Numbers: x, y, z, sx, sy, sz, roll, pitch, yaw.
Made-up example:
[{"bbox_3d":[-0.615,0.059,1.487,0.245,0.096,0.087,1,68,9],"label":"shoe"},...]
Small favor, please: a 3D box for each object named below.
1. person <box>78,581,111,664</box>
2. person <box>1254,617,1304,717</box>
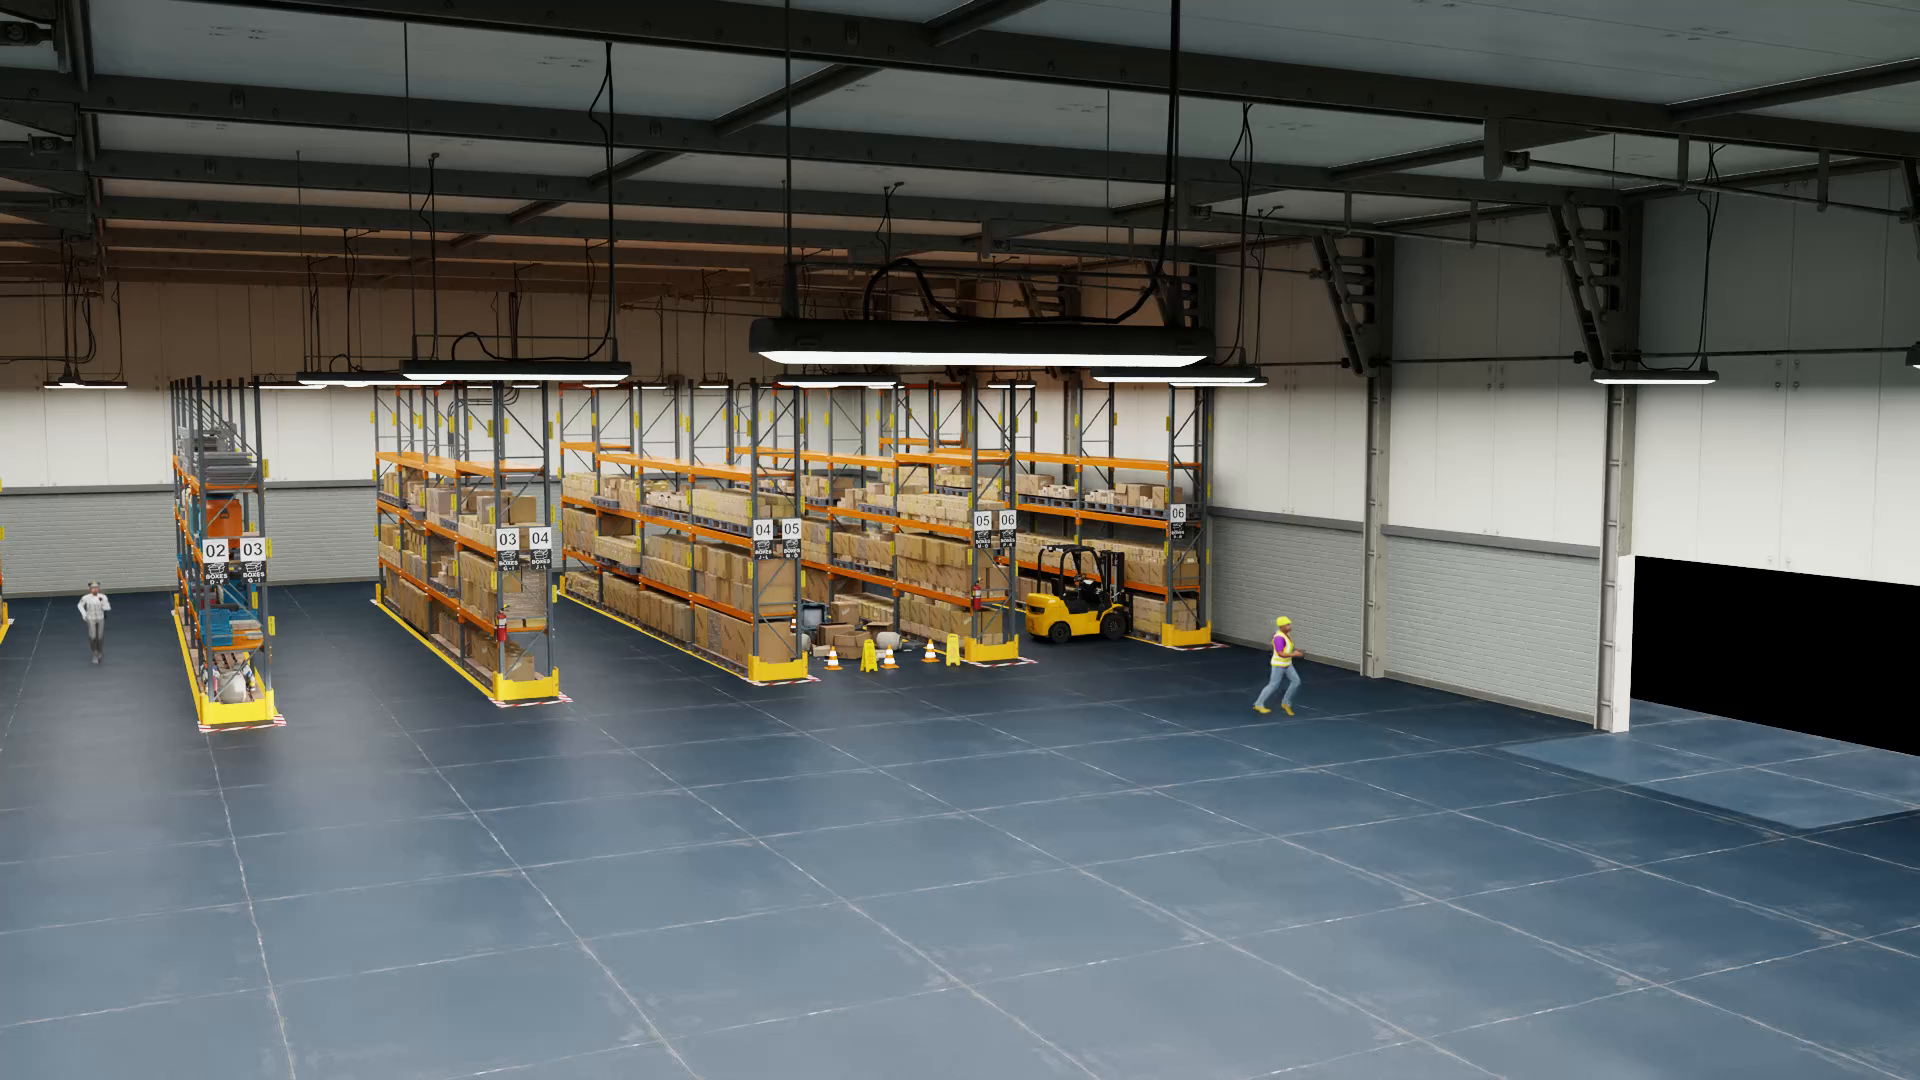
[{"bbox_3d":[-18.367,1.734,35.344,0.597,1.744,0.701,-3,6,-34],"label":"person"},{"bbox_3d":[5.676,2.238,29.383,0.860,1.794,0.705,3,6,29],"label":"person"}]
